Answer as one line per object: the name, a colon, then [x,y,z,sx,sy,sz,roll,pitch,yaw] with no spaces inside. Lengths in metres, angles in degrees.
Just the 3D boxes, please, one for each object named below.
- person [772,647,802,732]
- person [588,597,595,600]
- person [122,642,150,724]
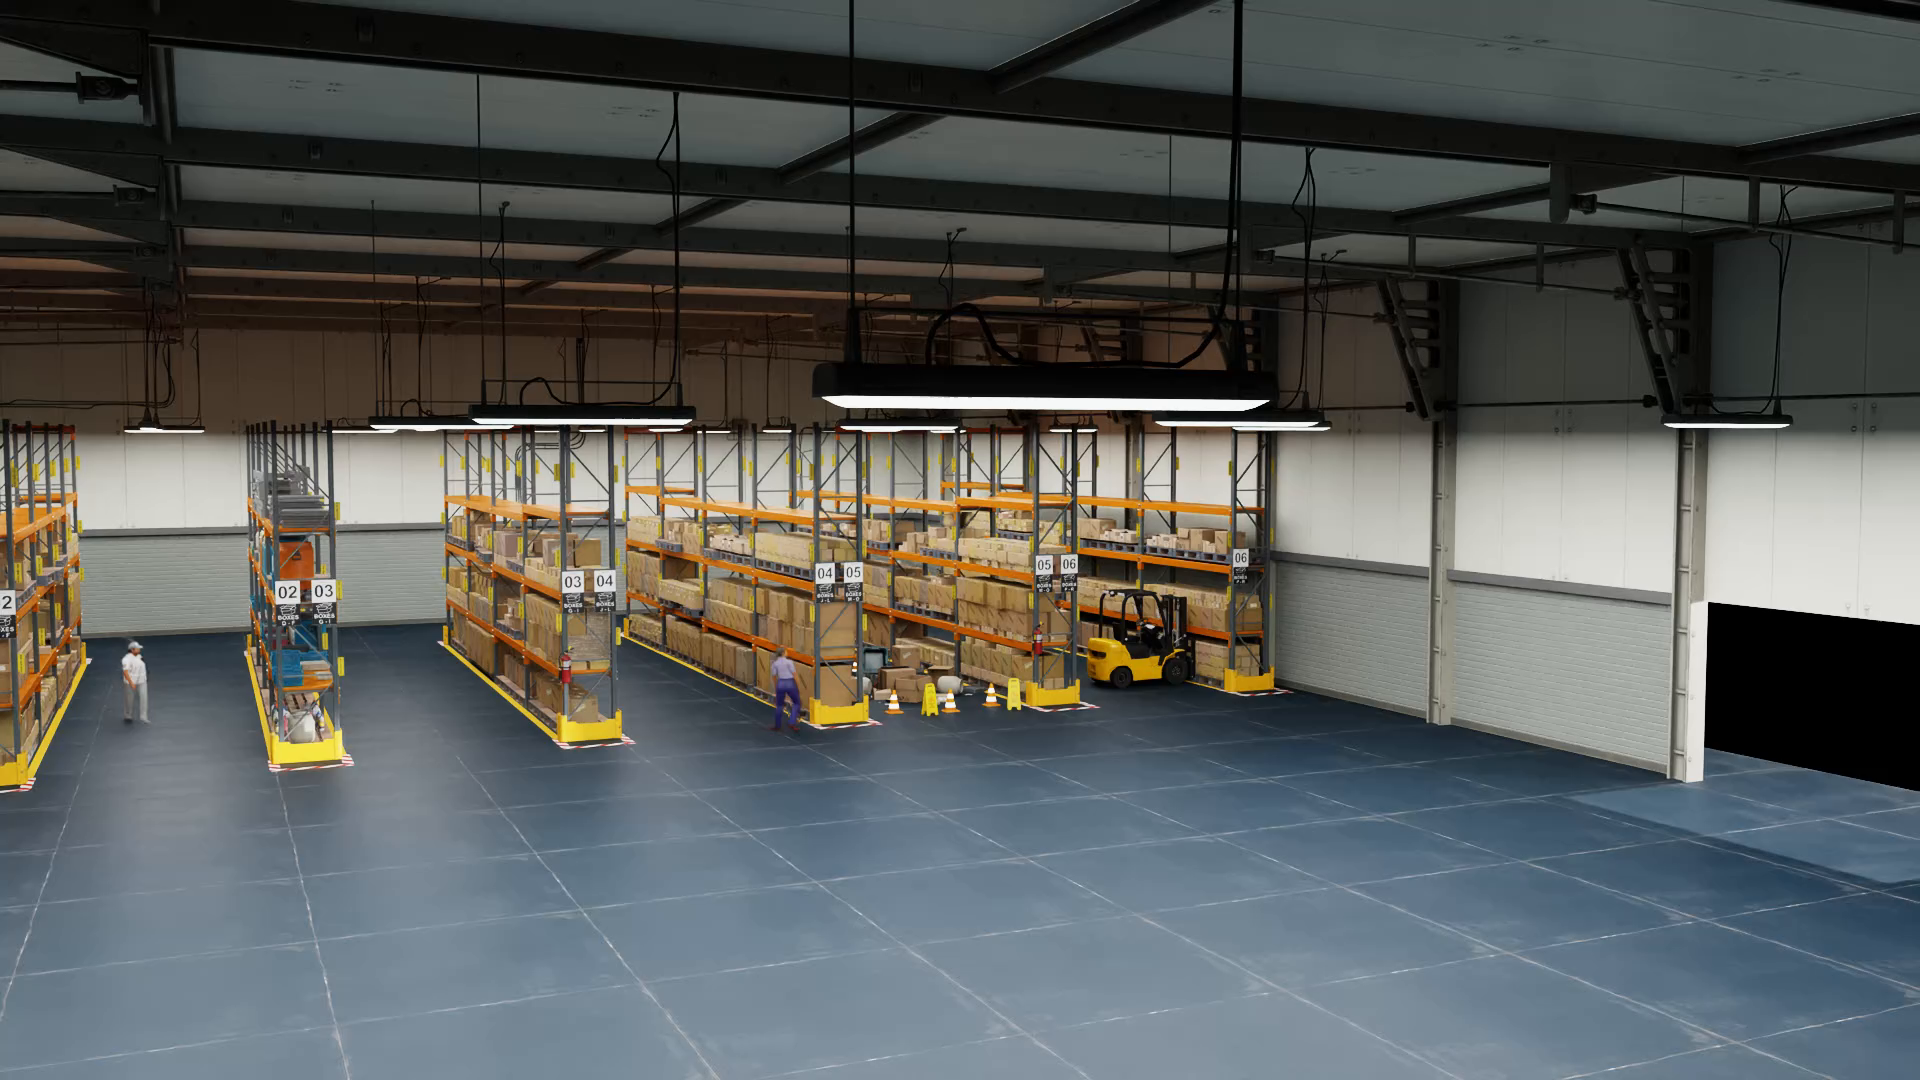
person: [-3.378,2.896,32.232,0.620,1.672,0.377,1,4,11]
person: [-10.346,1.975,46.510,0.646,1.616,1.126,-2,4,-27]
person: [-16.439,2.843,33.157,0.481,1.622,0.979,-3,4,-36]
